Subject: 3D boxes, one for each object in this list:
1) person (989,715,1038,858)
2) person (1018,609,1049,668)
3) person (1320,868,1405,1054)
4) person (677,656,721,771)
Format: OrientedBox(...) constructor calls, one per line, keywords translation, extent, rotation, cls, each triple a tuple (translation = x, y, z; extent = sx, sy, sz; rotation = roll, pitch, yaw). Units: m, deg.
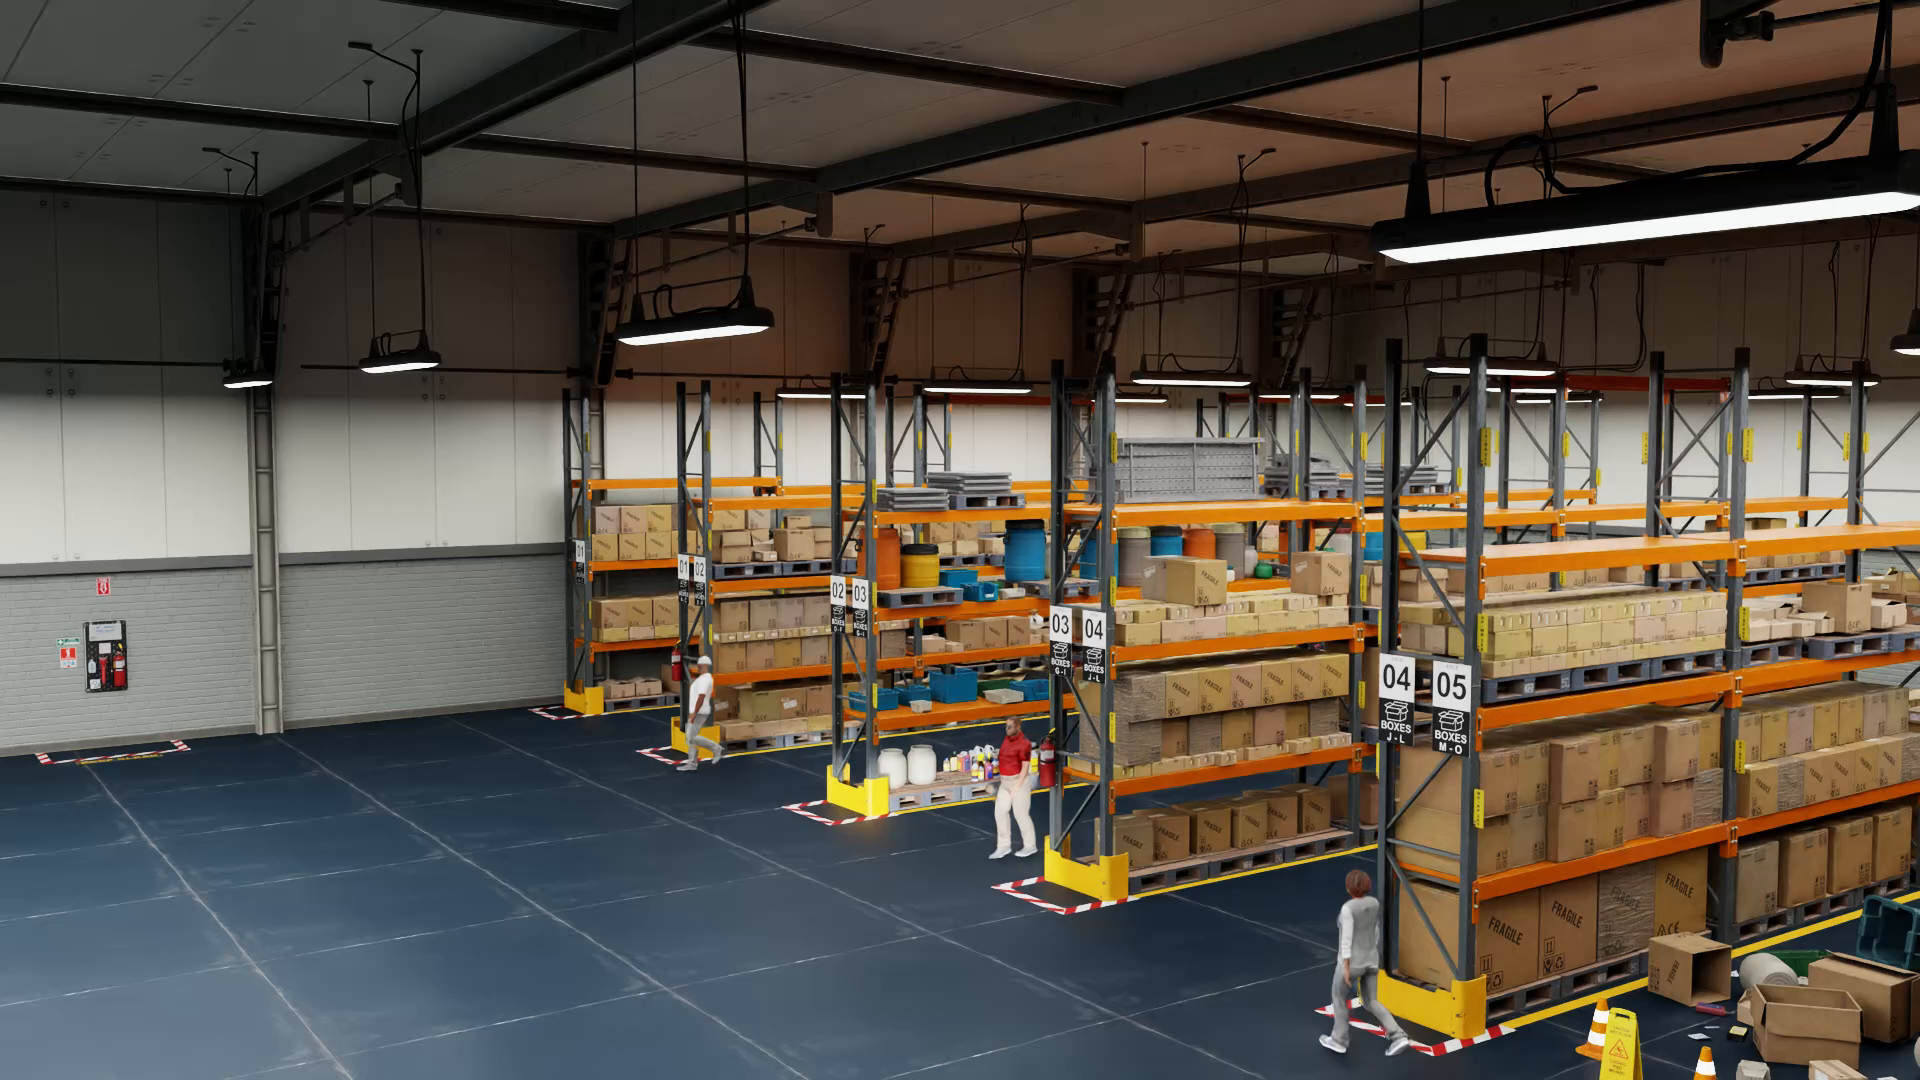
OrientedBox(translation=(0.656, 3.023, 20.272), extent=(0.583, 1.777, 0.582), rotation=(-2, 4, -28), cls="person")
OrientedBox(translation=(1.474, 2.100, 34.610), extent=(1.039, 1.615, 0.537), rotation=(-4, 5, -44), cls="person")
OrientedBox(translation=(3.293, 3.485, 13.684), extent=(0.415, 1.564, 0.795), rotation=(-2, 4, -32), cls="person")
OrientedBox(translation=(-4.002, 2.656, 25.490), extent=(0.676, 1.739, 0.616), rotation=(0, 4, -5), cls="person")
